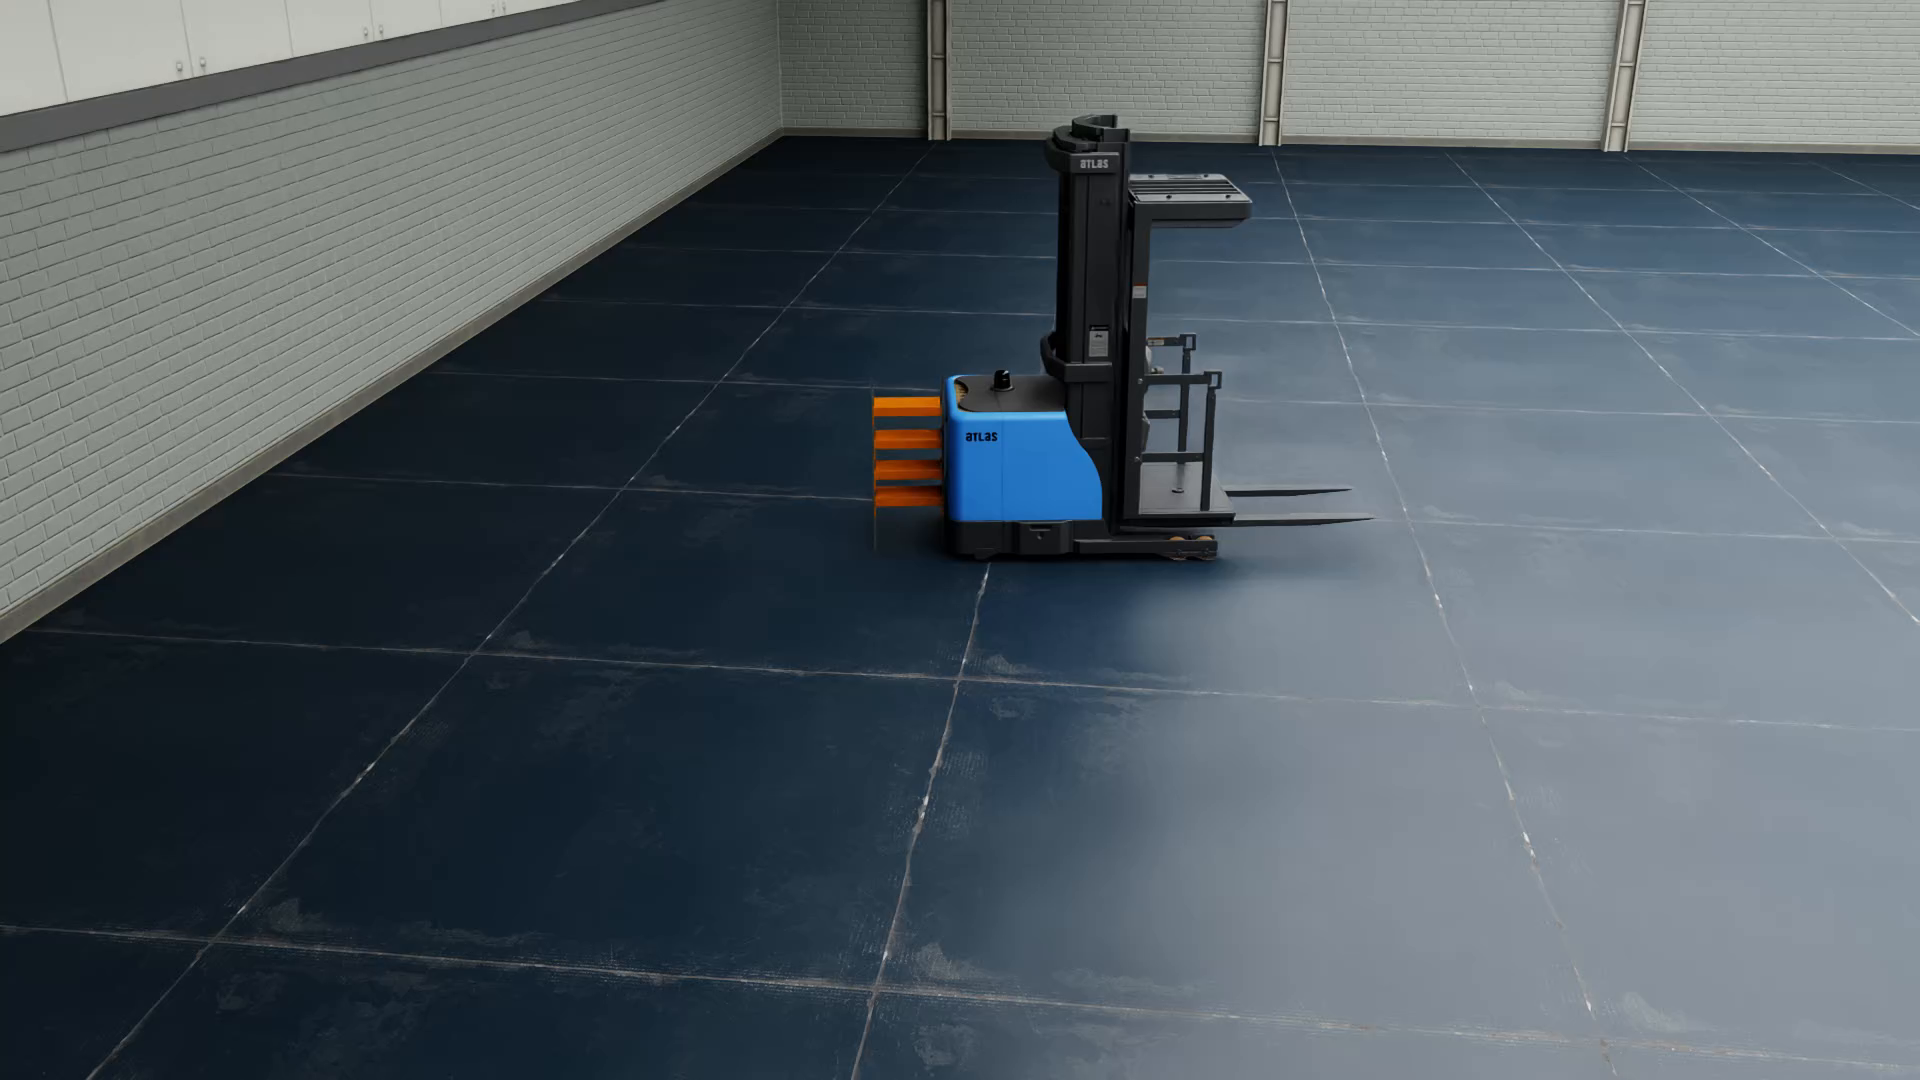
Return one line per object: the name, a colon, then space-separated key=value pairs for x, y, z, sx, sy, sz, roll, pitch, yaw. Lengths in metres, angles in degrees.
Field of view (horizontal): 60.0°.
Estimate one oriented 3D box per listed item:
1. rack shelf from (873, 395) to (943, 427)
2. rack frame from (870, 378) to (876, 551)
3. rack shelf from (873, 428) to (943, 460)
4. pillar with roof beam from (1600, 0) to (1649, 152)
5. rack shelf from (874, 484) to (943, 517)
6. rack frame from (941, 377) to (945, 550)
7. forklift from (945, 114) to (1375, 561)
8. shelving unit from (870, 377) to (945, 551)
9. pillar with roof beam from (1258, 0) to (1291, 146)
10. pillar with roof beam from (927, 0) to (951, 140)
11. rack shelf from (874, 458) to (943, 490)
rack shelf: x=-0.364 y=-0.894 z=11.528 sx=0.480 sy=0.148 sz=0.258 roll=-1 pitch=22 yaw=-2
rack frame: x=-0.608 y=-0.525 z=11.663 sx=0.015 sy=1.200 sz=0.240 roll=-1 pitch=22 yaw=-2
rack shelf: x=-0.364 y=-0.674 z=11.615 sx=0.480 sy=0.148 sz=0.258 roll=-1 pitch=22 yaw=-2
pillar with roof beam: x=11.037 y=-9.495 z=23.744 sx=0.400 sy=9.000 sz=9.100 roll=2 pitch=22 yaw=6
rack shelf: x=-0.364 y=-0.281 z=11.770 sx=0.480 sy=0.148 sz=0.258 roll=-1 pitch=22 yaw=-2
rack frame: x=-0.120 y=-0.532 z=11.681 sx=0.015 sy=1.200 sz=0.240 roll=-1 pitch=22 yaw=-2
forklift: x=1.409 y=-1.412 z=11.551 sx=3.031 sy=2.935 sz=1.130 roll=-1 pitch=22 yaw=-2
shelving unit: x=-0.364 y=-0.529 z=11.672 sx=0.503 sy=1.200 sz=0.258 roll=-1 pitch=22 yaw=-2
pillar with roof beam: x=5.078 y=-9.755 z=24.401 sx=0.400 sy=9.000 sz=9.100 roll=2 pitch=22 yaw=6
pillar with roof beam: x=-0.880 y=-10.014 z=25.058 sx=0.400 sy=9.000 sz=9.100 roll=2 pitch=22 yaw=6
rack shelf: x=-0.364 y=-0.466 z=11.697 sx=0.480 sy=0.148 sz=0.258 roll=-1 pitch=22 yaw=-2
